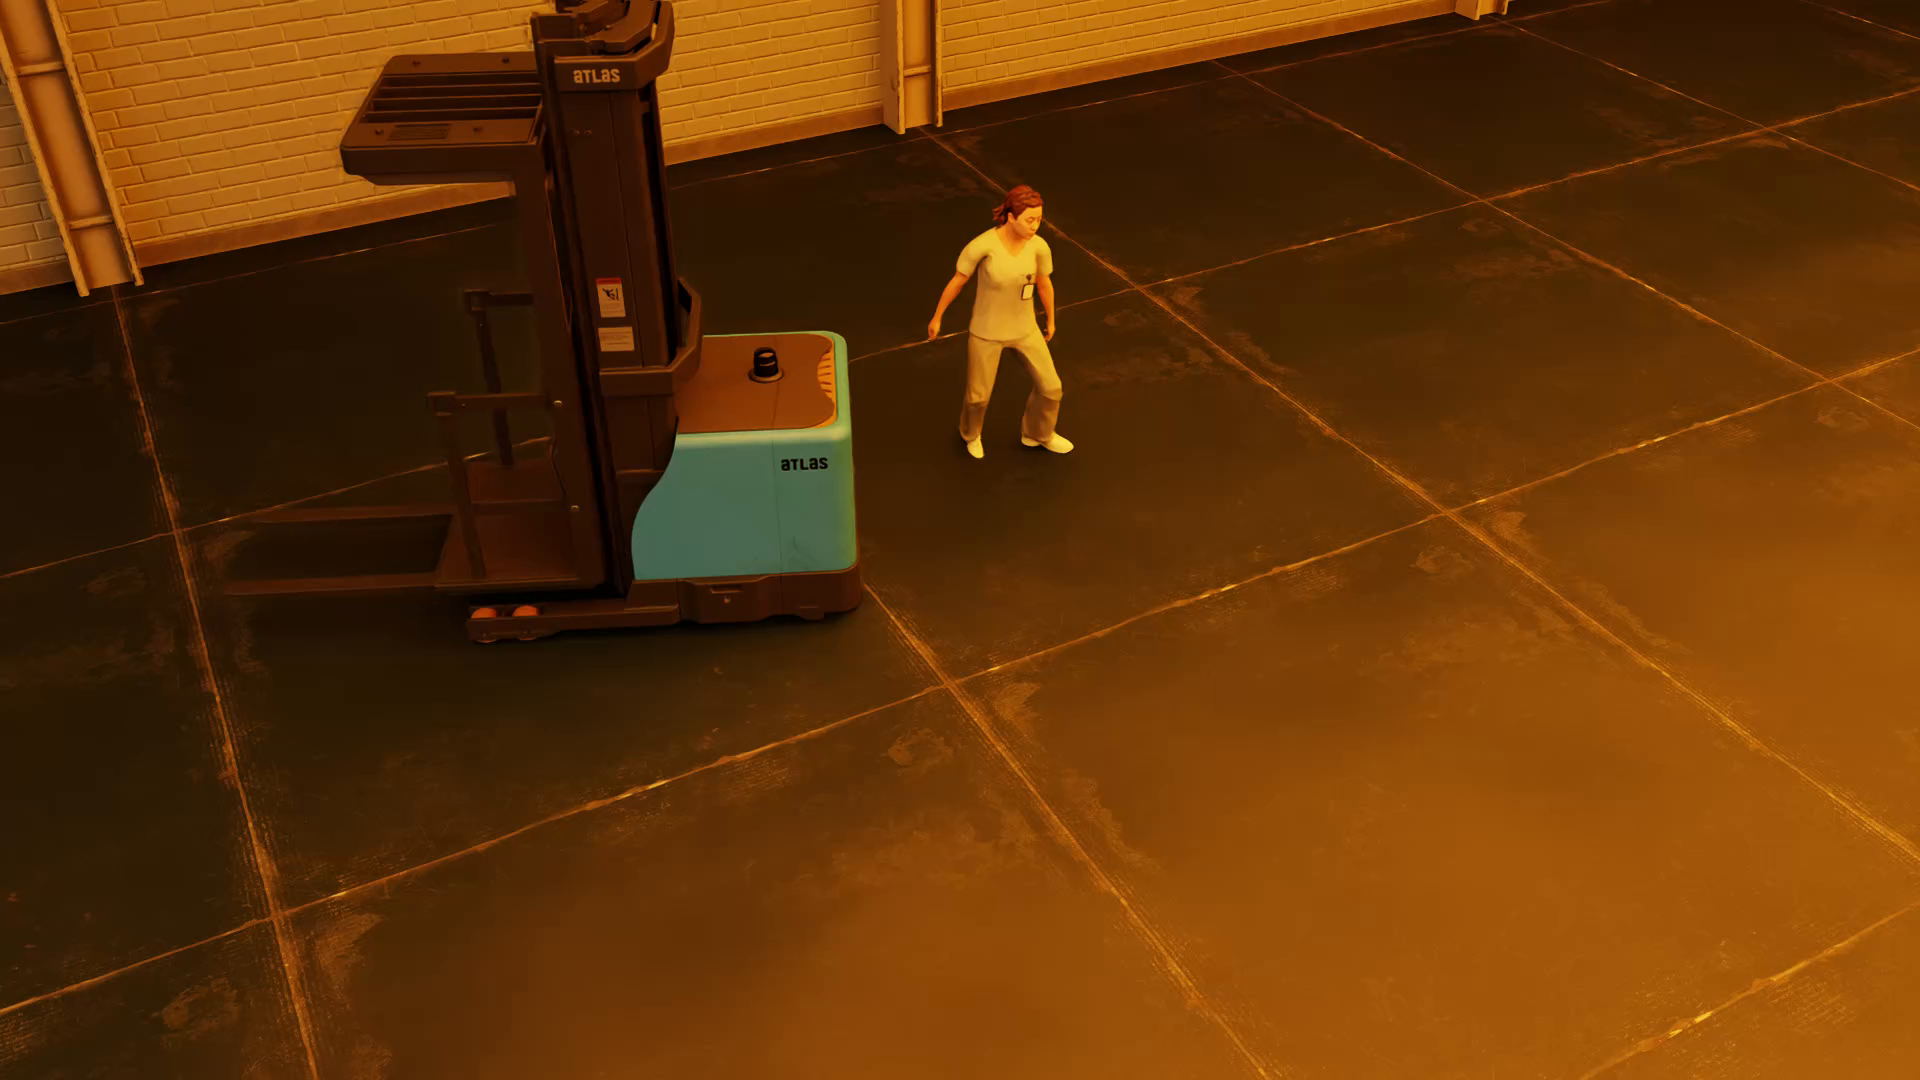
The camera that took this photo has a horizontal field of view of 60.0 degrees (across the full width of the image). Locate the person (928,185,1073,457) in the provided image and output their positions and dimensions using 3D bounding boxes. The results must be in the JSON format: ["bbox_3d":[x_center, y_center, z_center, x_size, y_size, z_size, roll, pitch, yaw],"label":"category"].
[{"bbox_3d":[0.226,-1.150,8.935,0.801,1.651,0.463,-6,36,-9],"label":"person"}]

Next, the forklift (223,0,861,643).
[{"bbox_3d":[-2.028,-1.024,7.572,3.031,2.935,1.130,-3,35,-4],"label":"forklift"}]
